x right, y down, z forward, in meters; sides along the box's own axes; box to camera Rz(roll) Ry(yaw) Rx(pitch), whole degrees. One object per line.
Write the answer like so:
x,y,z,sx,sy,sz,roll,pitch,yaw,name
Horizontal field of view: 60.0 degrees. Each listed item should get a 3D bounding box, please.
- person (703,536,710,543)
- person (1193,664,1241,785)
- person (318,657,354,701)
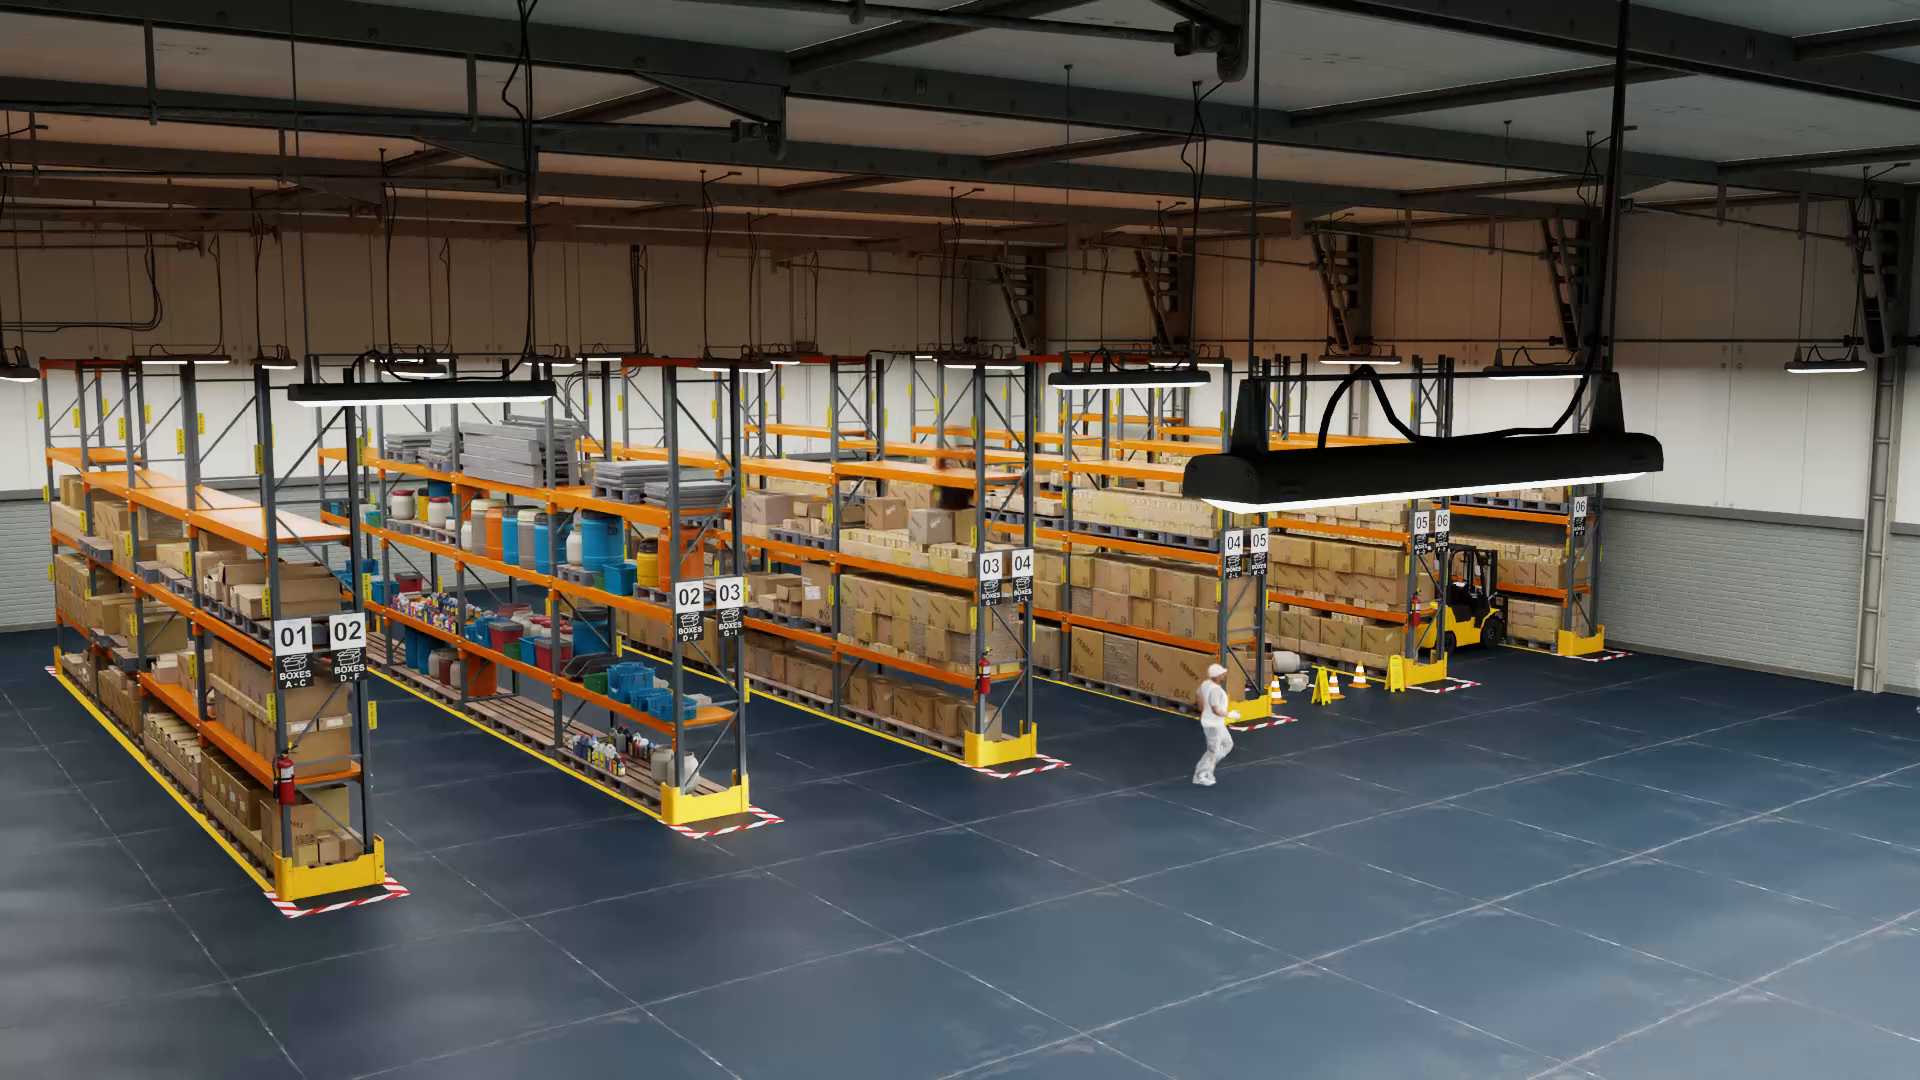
-6.406,0.680,40.488,0.799,1.604,0.544,1,7,8,person
3.650,2.625,23.622,0.656,1.756,0.660,0,7,4,person
-10.333,2.182,27.584,0.604,1.685,0.645,7,10,44,person
